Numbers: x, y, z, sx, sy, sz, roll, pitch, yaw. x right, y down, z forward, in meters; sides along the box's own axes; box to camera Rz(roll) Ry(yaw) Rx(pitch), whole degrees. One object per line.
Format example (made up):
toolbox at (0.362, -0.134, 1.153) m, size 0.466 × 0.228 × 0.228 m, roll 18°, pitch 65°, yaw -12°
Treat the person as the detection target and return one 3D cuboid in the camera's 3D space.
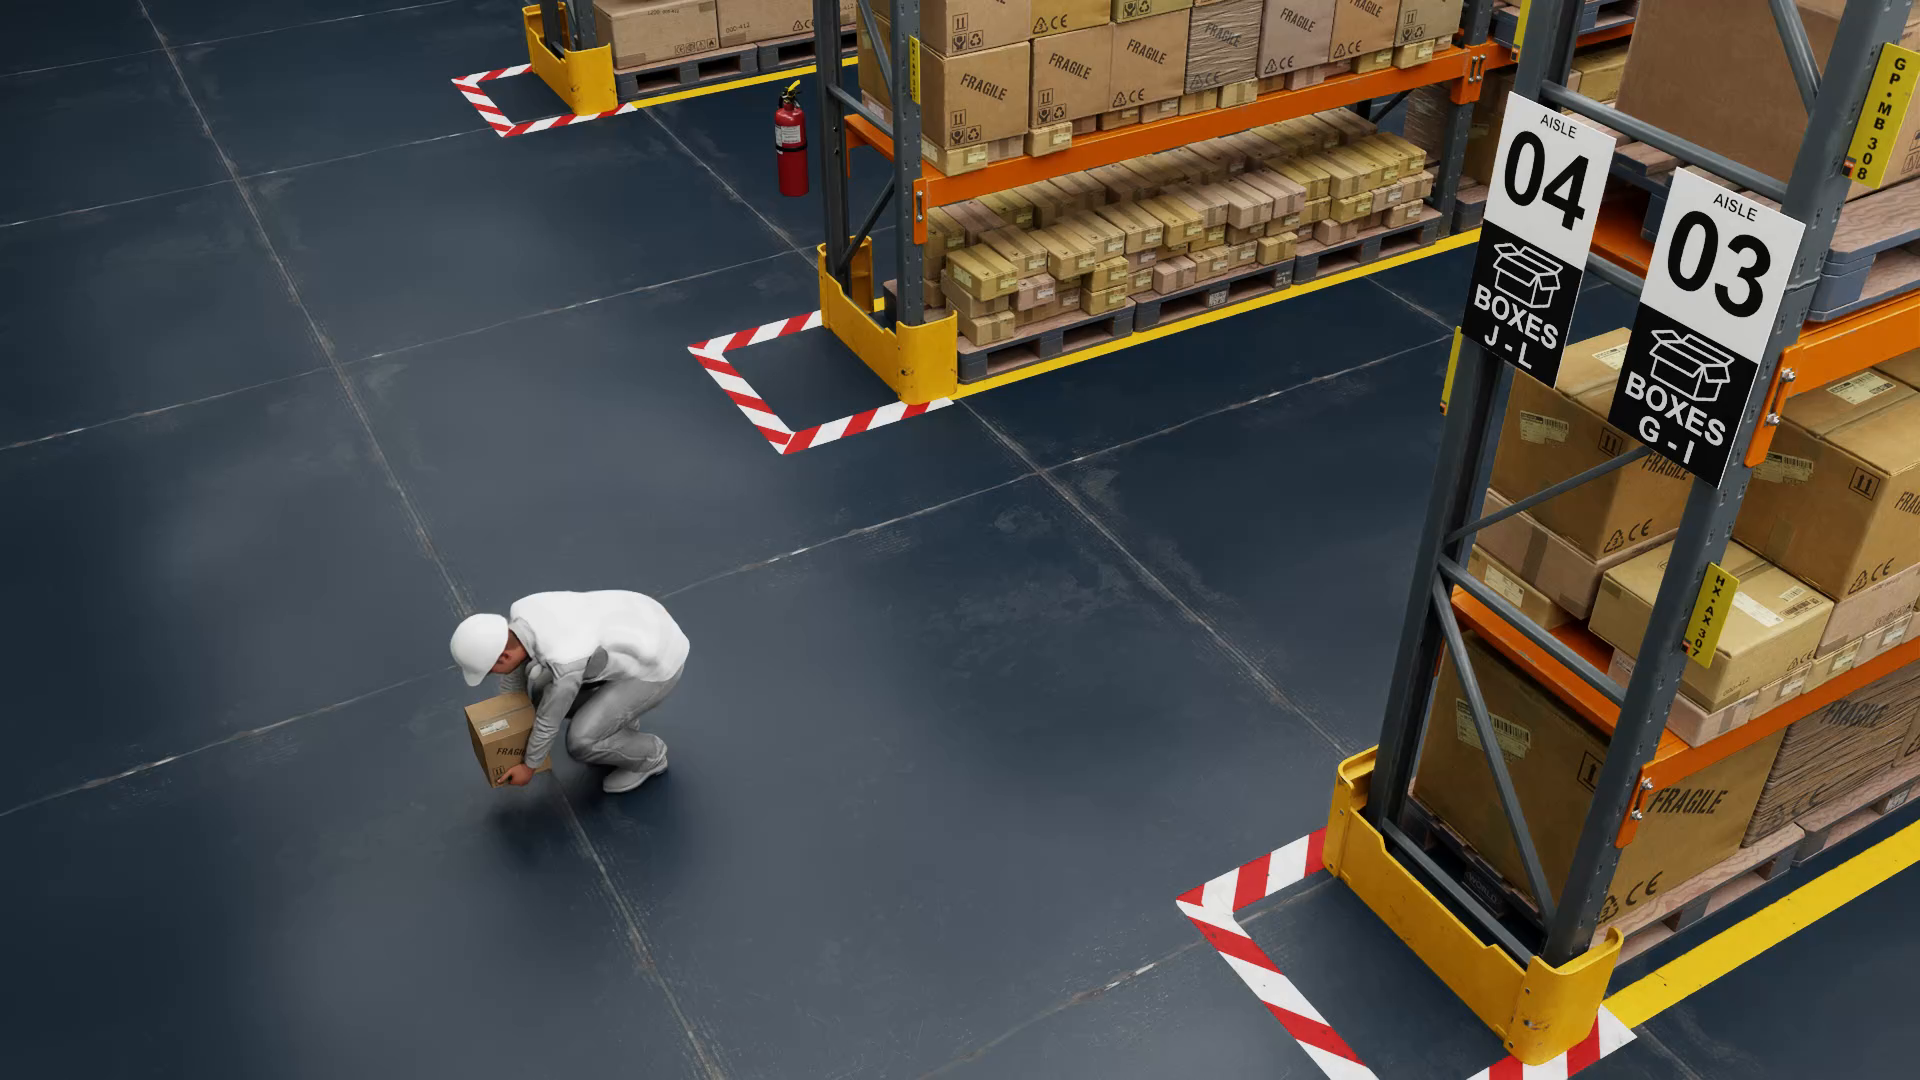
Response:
person at (-1.557, 0.583, 6.776) m, size 0.921 × 1.002 × 0.500 m, roll -20°, pitch 41°, yaw -25°
